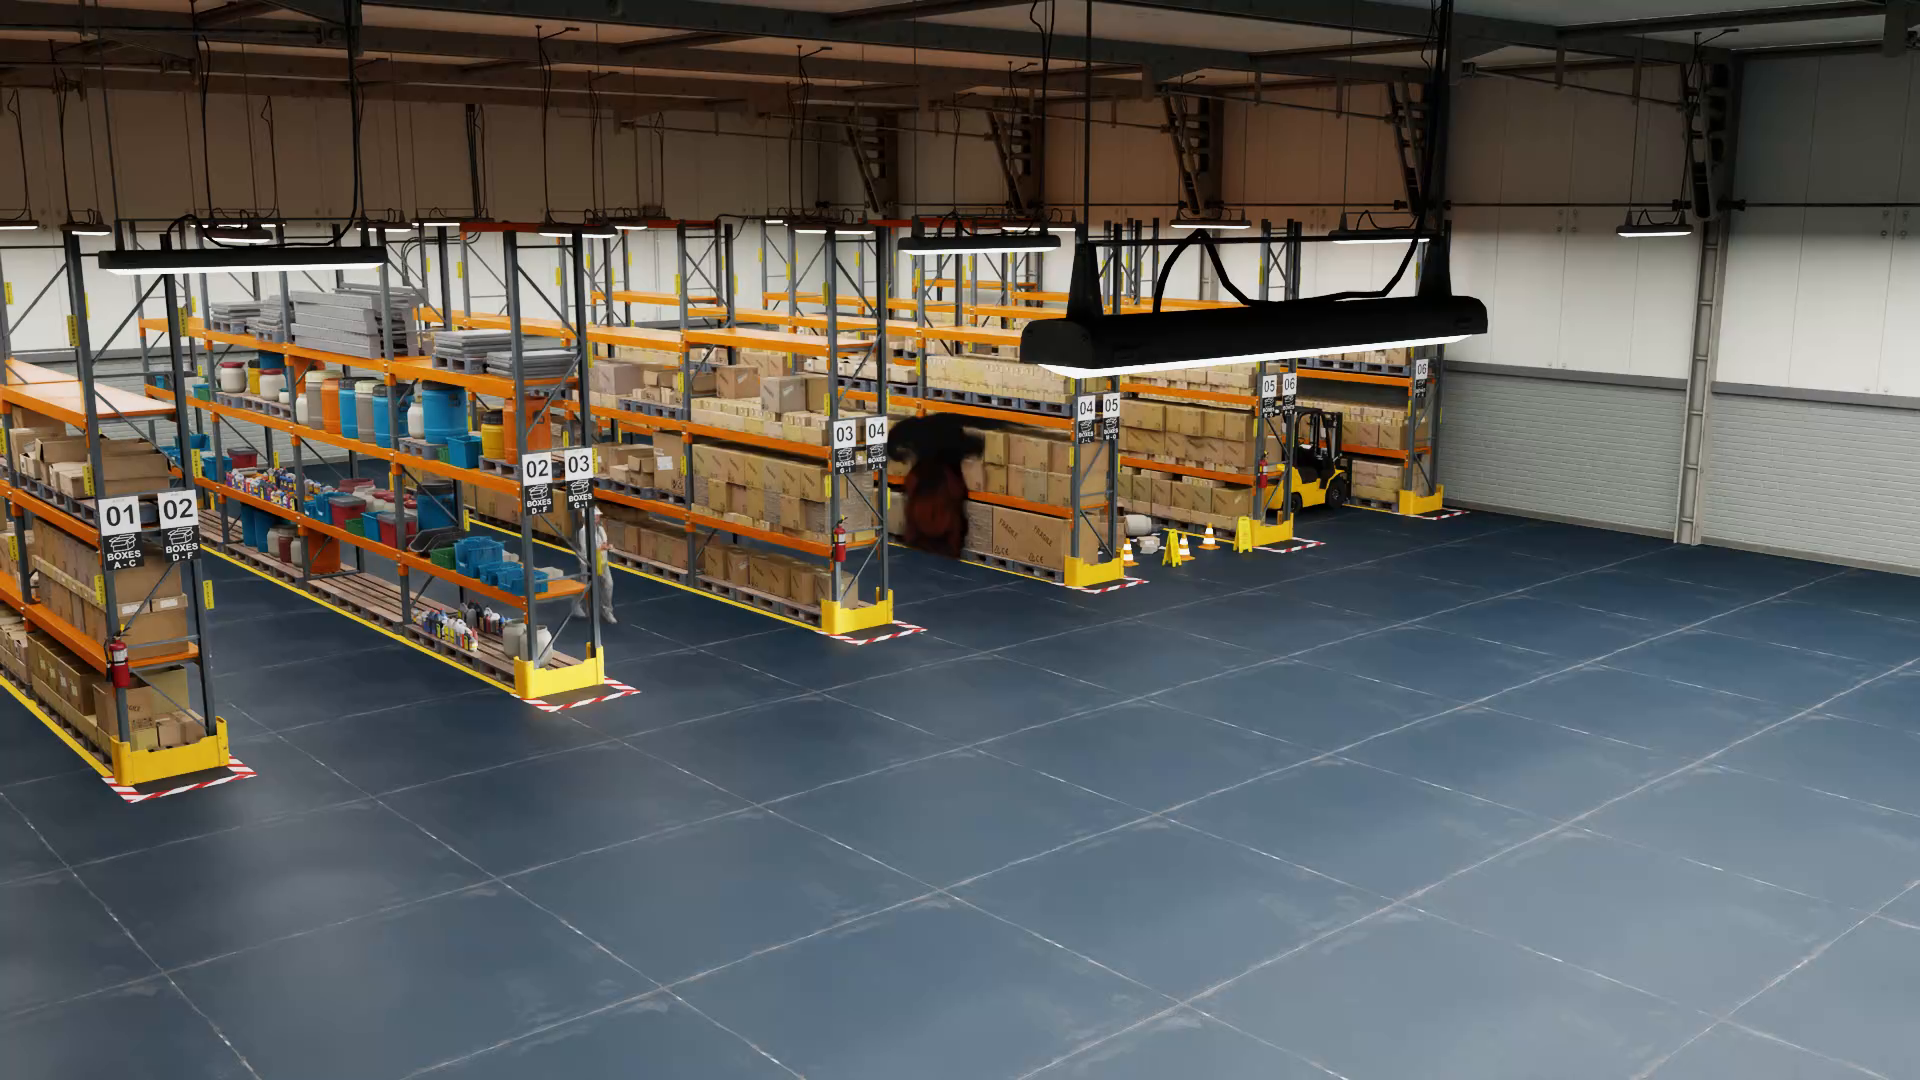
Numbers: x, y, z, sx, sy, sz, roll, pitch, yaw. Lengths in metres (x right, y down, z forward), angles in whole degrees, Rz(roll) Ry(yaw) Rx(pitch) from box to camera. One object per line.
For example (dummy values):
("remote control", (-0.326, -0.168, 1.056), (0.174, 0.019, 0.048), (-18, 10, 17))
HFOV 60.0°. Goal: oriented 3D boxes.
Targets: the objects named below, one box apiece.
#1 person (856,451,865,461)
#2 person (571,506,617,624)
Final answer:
("person", (-1.951, -0.910, 30.564), (0.712, 1.847, 0.684), (10, 15, 42))
("person", (-5.642, 0.371, 25.517), (0.869, 1.826, 0.605), (8, 14, 34))
